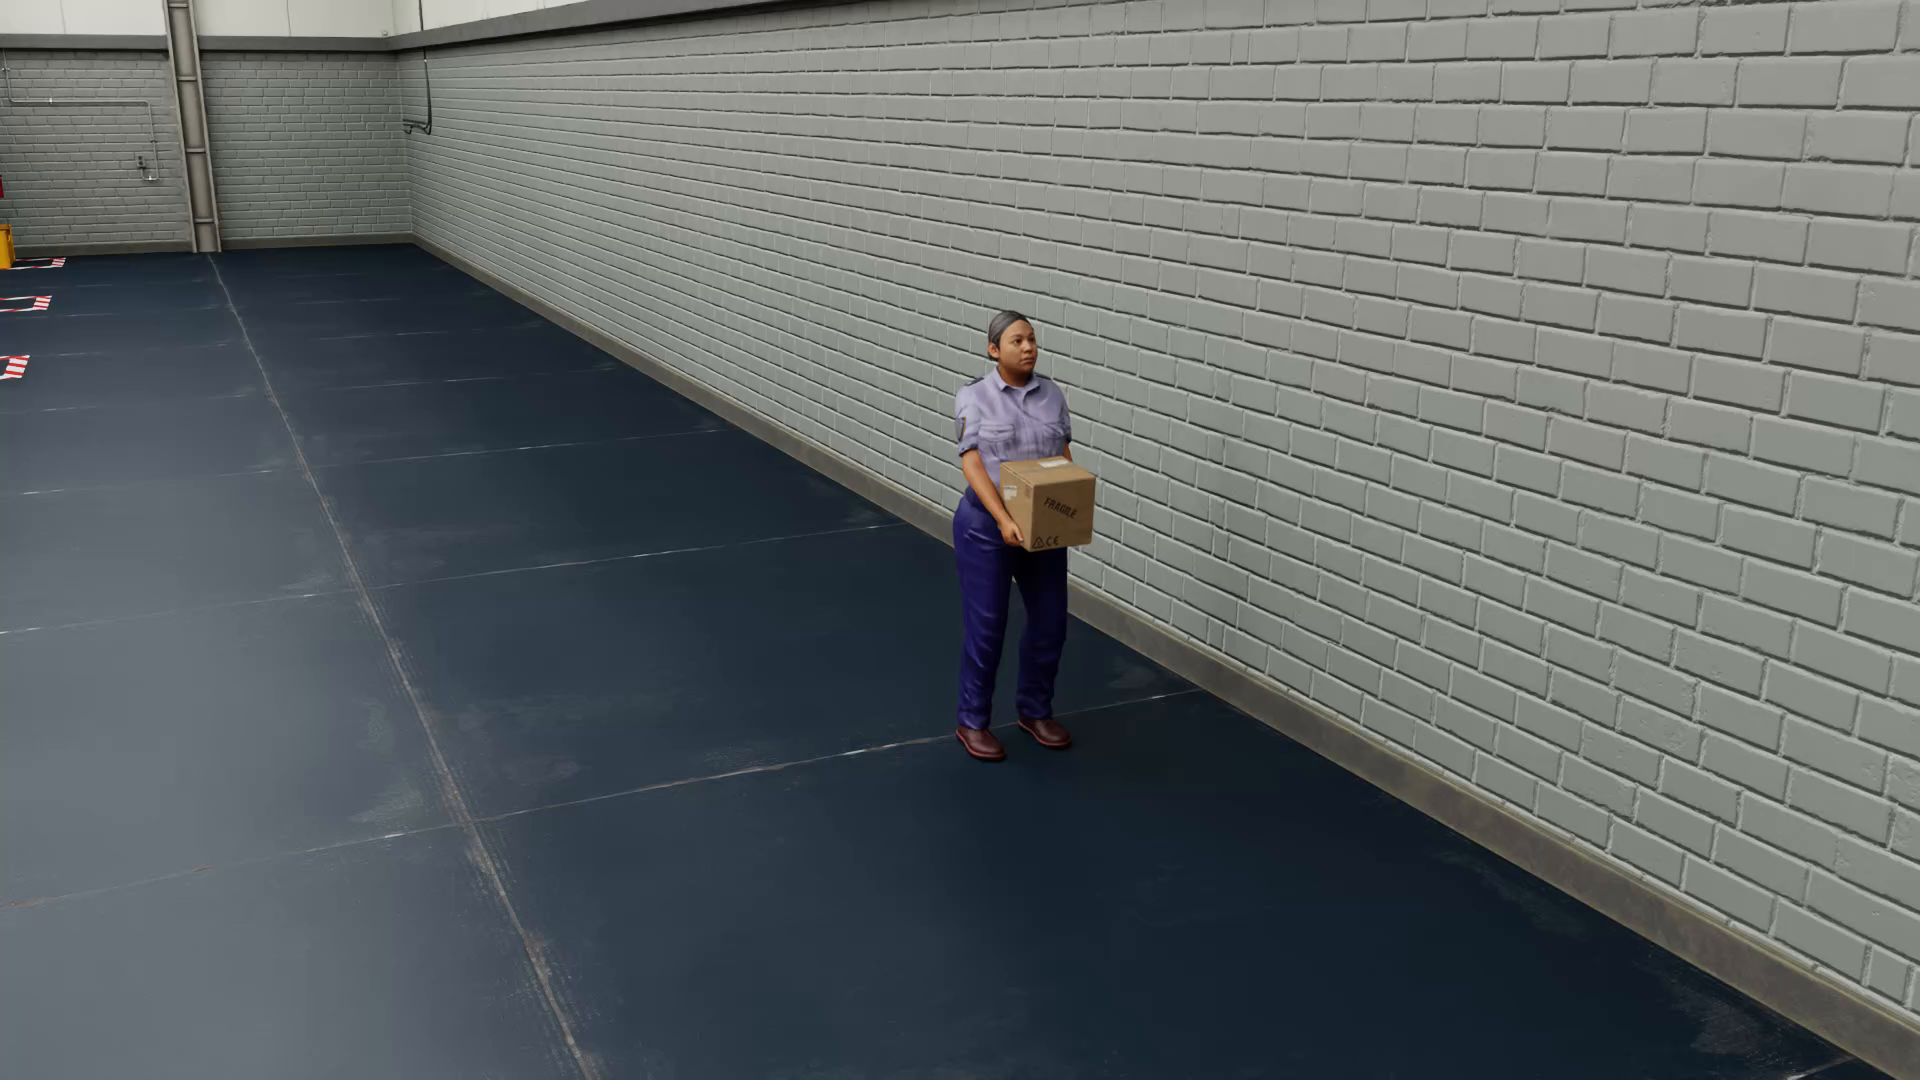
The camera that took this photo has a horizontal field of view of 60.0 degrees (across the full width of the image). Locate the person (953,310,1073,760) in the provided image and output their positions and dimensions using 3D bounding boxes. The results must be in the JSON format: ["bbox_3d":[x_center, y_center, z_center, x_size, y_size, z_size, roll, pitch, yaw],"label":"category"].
[{"bbox_3d":[0.233,-0.005,6.088,0.452,1.634,0.516,-7,17,-25],"label":"person"}]
